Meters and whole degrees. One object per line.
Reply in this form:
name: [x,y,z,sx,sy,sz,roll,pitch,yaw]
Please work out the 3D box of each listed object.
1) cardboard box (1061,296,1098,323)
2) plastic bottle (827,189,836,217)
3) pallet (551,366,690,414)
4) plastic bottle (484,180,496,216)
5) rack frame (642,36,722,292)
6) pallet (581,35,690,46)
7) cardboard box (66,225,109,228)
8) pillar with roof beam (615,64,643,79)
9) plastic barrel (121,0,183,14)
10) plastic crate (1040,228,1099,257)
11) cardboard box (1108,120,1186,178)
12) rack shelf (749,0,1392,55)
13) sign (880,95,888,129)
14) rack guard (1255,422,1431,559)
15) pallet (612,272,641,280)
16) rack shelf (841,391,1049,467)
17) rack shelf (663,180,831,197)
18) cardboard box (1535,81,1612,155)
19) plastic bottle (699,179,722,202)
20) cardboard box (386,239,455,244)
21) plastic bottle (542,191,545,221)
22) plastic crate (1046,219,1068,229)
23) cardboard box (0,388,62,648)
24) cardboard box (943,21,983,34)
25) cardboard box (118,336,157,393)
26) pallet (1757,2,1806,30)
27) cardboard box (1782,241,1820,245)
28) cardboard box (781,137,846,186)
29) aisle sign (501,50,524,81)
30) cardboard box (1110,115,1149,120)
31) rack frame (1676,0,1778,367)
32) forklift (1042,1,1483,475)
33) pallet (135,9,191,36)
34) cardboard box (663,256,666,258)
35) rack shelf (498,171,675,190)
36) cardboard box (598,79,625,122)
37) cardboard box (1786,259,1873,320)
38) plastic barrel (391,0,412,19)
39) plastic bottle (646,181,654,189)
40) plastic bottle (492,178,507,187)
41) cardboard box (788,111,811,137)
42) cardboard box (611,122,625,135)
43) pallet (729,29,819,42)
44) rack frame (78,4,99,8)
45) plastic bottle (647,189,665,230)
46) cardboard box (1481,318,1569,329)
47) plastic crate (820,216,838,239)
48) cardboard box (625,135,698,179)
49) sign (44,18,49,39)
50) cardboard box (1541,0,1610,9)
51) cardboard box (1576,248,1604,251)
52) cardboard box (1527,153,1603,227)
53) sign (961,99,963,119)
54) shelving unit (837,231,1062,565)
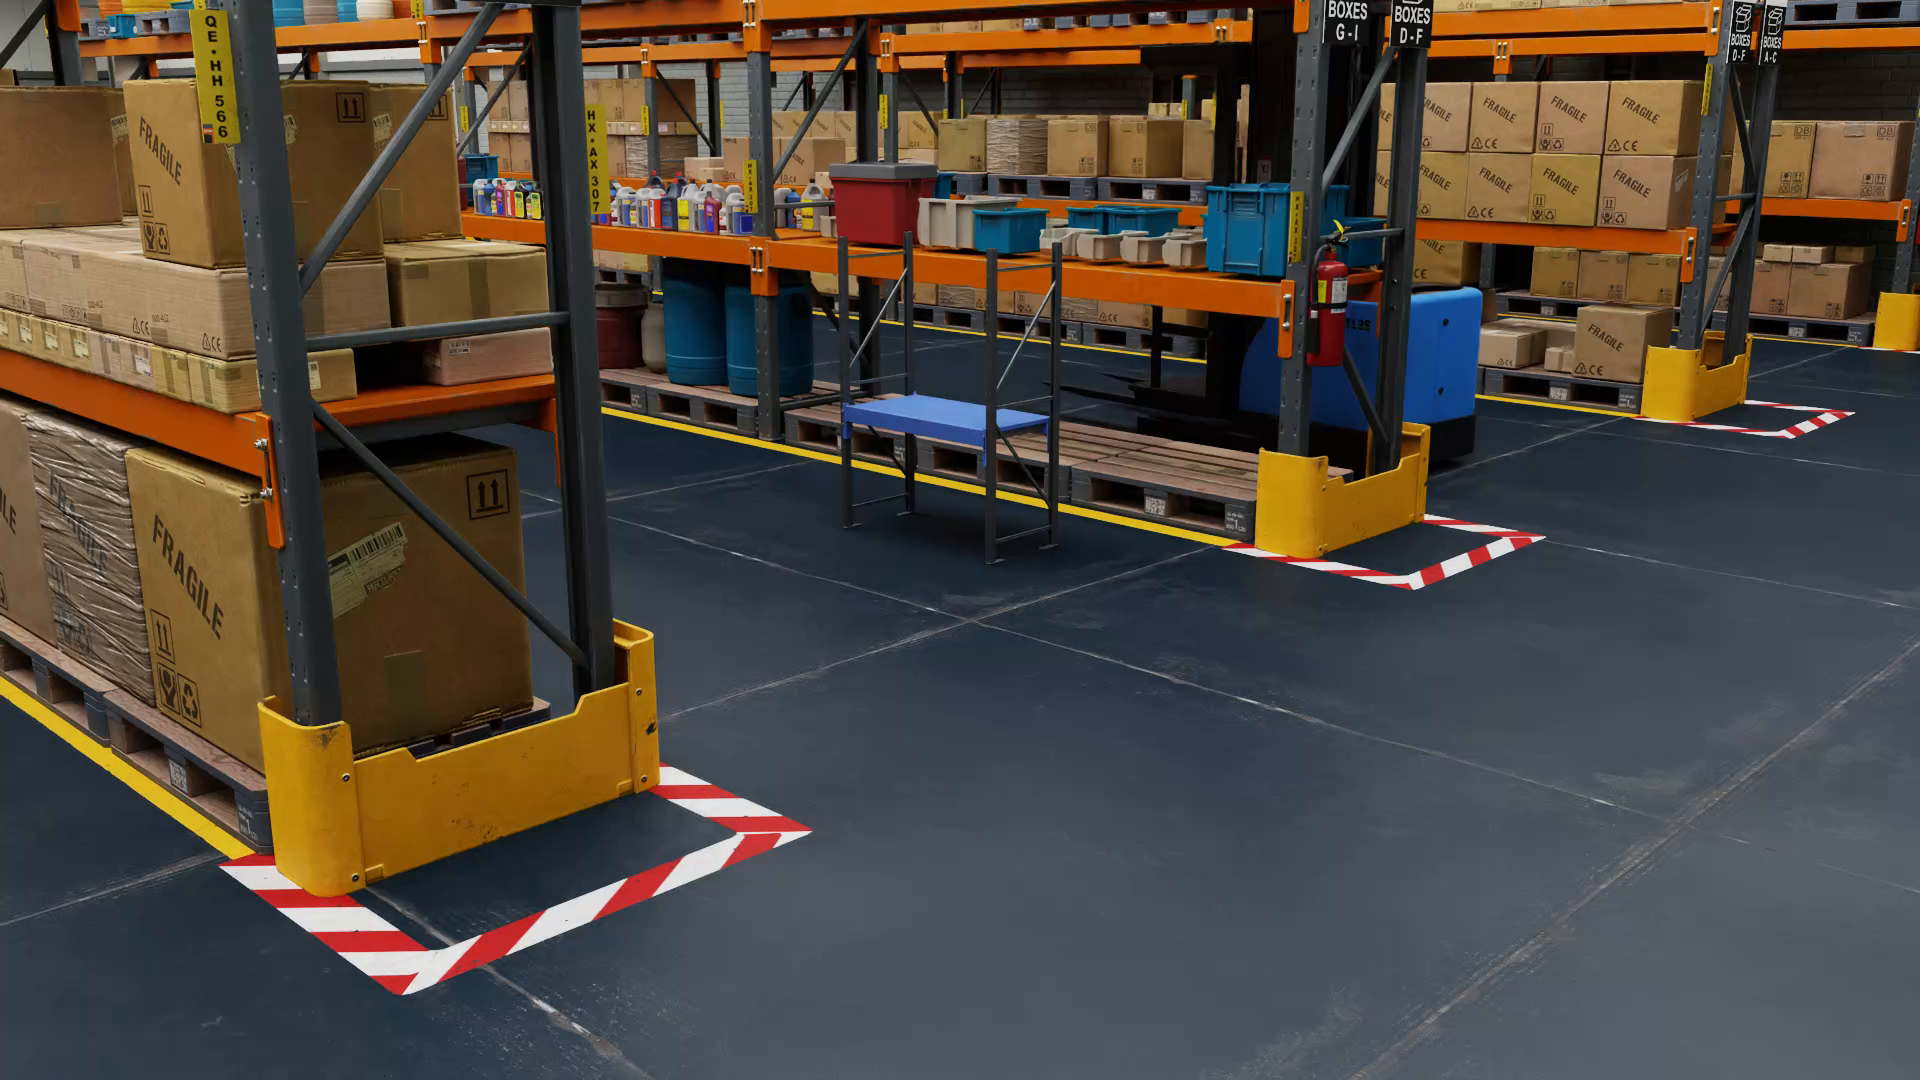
cardboard box: [1.240,-2.302,15.404,0.500,0.500,0.500,14,20,43]
plastic bottle: [-0.904,-2.275,11.447,0.133,0.283,0.061,14,20,42]
pallet: [-2.345,-1.197,12.608,1.213,0.211,1.003,14,20,42]
plastic bottle: [-3.664,-2.668,12.979,0.097,0.271,0.097,0,15,0]
rack frame: [-3.254,-4.489,19.711,0.127,3.000,1.000,14,20,42]
pallet: [-3.886,-6.042,19.899,1.213,0.211,1.003,14,20,42]
cardboard box: [-3.486,-1.055,6.241,0.500,0.250,0.500,-14,20,-43]
pillar with roof beam: [-8.901,-9.295,26.258,0.400,9.000,9.100,14,20,42]
plastic barrel: [-8.665,-5.860,17.817,0.600,0.588,0.600,0,15,0]
plastic crate: [0.589,-1.648,9.210,0.250,0.136,0.298,14,20,42]
cardboard box: [1.780,-3.573,15.163,0.700,0.500,0.500,-11,18,-35]
rack shelf: [0.504,-2.944,9.258,4.000,0.370,1.077,14,20,42]
sign: [-0.757,-4.248,16.489,0.005,0.325,0.100,14,20,42]
rack guard: [1.970,-0.279,8.511,0.348,0.500,1.175,14,20,42]
pallet: [-4.680,-3.500,21.445,1.213,0.211,1.003,14,20,42]
rack shelf: [-0.061,-0.567,8.346,1.000,0.185,0.538,14,20,42]
rack shelf: [-1.814,-3.791,18.458,4.000,0.370,1.077,14,20,42]
cardboard box: [4.509,-3.037,11.958,0.500,0.500,0.500,-14,20,-43]
plastic bottle: [-1.724,-2.294,11.385,0.185,0.351,0.144,14,20,42]
cardboard box: [-2.031,-0.885,5.589,0.500,0.250,0.500,13,20,42]
plastic bottle: [-3.068,-2.524,12.424,0.097,0.271,0.097,0,15,0]
plastic crate: [0.527,-1.842,9.955,0.466,0.136,0.293,14,20,42]
cardboard box: [-3.306,-0.179,6.550,0.875,0.875,0.875,14,20,42]
cardboard box: [0.330,-5.129,16.021,0.500,0.500,0.910,14,20,42]
cardboard box: [-2.348,-0.562,5.137,0.250,0.149,0.380,14,20,42]
pallet: [7.397,-5.039,16.047,1.213,0.211,1.003,14,20,42]
cardboard box: [8.111,-2.803,16.080,0.250,0.149,0.380,14,20,42]
cardboard box: [-1.594,-4.128,18.127,0.500,0.500,0.500,12,19,39]
aisle sign: [-5.977,-6.512,22.318,0.004,0.787,0.394,14,20,42]
cardboard box: [2.295,-5.123,21.074,0.500,0.500,0.700,11,18,37]
rack frame: [5.385,-2.389,11.651,0.127,3.000,1.000,14,20,42]
forklift: [1.820,-2.097,10.669,1.130,2.935,3.031,-12,19,-39]
pallet: [-7.282,-5.059,16.325,1.003,0.211,1.213,14,20,42]
cardboard box: [-3.135,-3.246,19.561,0.500,0.250,0.500,13,19,41]
rack shelf: [-4.694,-4.491,21.145,4.000,0.370,1.077,14,20,42]
cardboard box: [-3.942,-5.330,20.167,0.500,0.500,0.700,14,20,42]
cardboard box: [8.247,-2.386,15.767,0.500,0.500,0.700,14,20,42]
plastic barrel: [-4.727,-4.847,14.286,0.708,0.830,0.600,14,20,42]
plastic bottle: [-2.372,-2.582,12.624,0.133,0.283,0.061,14,20,42]
plastic bottle: [-3.622,-2.724,13.182,0.135,0.276,0.152,14,20,42]
cardboard box: [-2.214,-6.162,24.904,0.500,0.500,0.500,14,20,42]
cardboard box: [-3.965,-4.949,19.991,0.250,0.149,0.380,13,19,41]
pallet: [-1.732,-5.447,17.812,1.003,0.211,1.213,-13,20,-42]
rack frame: [-9.574,-7.194,18.193,0.127,3.000,1.000,14,20,42]
plastic bottle: [-2.070,-2.293,11.528,0.135,0.276,0.152,14,20,42]
cardboard box: [4.470,-1.593,13.176,0.500,0.250,0.500,14,20,42]
plastic crate: [-0.700,-1.984,10.503,0.243,0.136,0.396,14,20,42]
cardboard box: [-3.578,-4.614,19.992,0.500,0.500,0.700,13,19,41]
sign: [-9.959,-5.647,18.190,0.005,0.325,0.100,14,20,42]
cardboard box: [4.479,-3.899,11.796,0.500,0.250,0.500,14,20,42]
cardboard box: [6.528,-3.053,17.040,0.380,0.149,0.250,-14,20,-42]
cardboard box: [4.497,-2.556,12.095,0.500,0.500,0.500,14,20,43]
sign: [-0.005,-4.411,17.272,0.005,0.325,0.100,14,20,42]
shelving unit: [-0.061,-0.741,8.300,1.048,1.500,0.538,14,20,42]
